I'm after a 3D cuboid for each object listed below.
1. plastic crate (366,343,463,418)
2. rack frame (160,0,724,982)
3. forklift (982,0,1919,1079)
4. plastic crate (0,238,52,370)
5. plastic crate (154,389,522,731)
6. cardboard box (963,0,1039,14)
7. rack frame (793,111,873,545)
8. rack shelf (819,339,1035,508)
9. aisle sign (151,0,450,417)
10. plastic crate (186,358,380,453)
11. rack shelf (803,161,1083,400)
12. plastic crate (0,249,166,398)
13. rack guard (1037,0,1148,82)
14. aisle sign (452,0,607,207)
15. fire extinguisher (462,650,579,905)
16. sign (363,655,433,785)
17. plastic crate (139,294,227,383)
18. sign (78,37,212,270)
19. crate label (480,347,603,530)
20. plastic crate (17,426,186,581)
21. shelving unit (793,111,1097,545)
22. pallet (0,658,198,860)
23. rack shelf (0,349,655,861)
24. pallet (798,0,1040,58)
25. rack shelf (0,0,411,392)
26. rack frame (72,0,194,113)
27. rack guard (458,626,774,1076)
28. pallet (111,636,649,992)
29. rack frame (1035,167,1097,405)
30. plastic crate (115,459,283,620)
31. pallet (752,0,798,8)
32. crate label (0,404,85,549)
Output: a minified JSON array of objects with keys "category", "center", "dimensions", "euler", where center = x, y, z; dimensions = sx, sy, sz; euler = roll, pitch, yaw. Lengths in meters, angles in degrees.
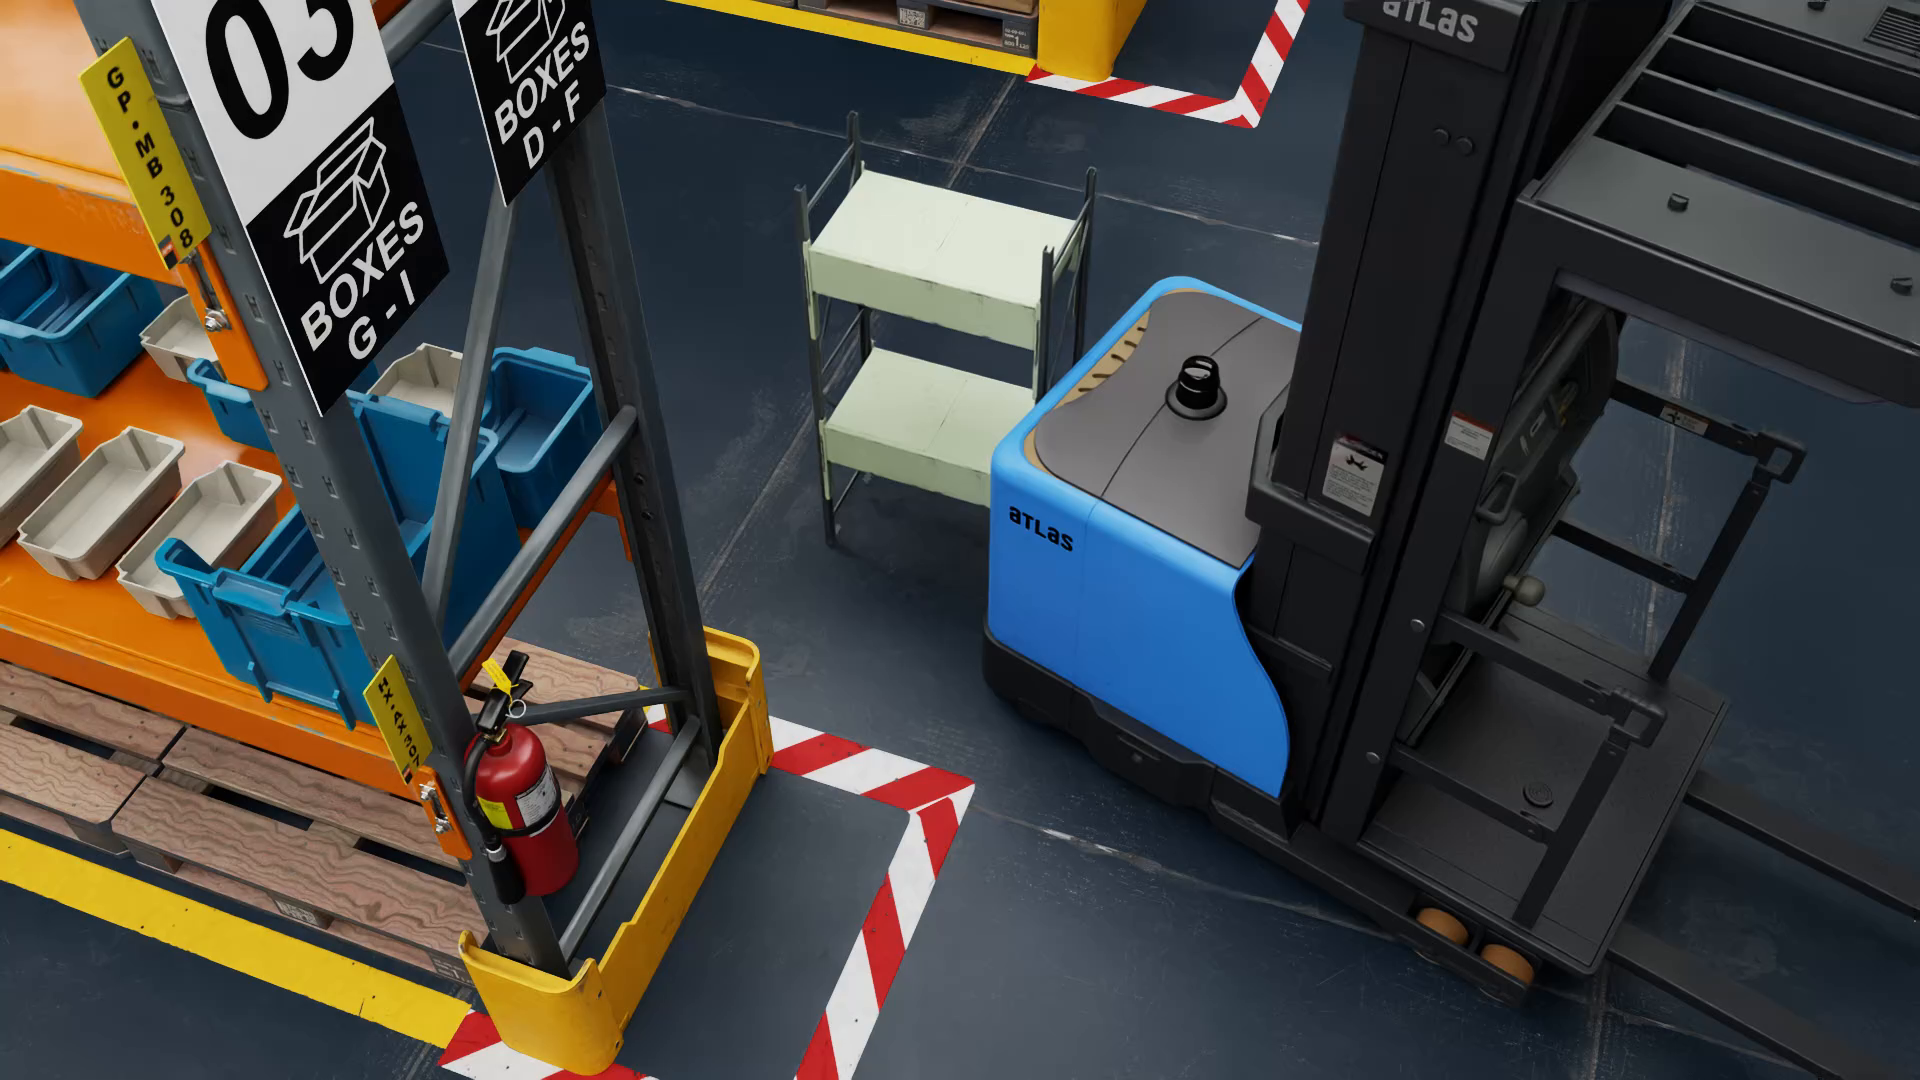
[{"category":"plastic crate","center":[-1.340,-0.350,4.203],"dimensions":[0.298,0.136,0.250],"euler":[16,51,13]},{"category":"rack frame","center":[-0.950,0.024,3.744],"dimensions":[0.127,3.000,1.000],"euler":[16,51,13]},{"category":"forklift","center":[1.564,-0.138,3.930],"dimensions":[3.031,2.935,1.130],"euler":[28,55,22]},{"category":"plastic crate","center":[-2.585,-0.662,4.410],"dimensions":[0.300,0.233,0.416],"euler":[16,51,13]},{"category":"plastic crate","center":[-1.329,0.038,3.669],"dimensions":[0.499,0.435,0.616],"euler":[16,51,13]},{"category":"cardboard box","center":[0.174,-2.779,7.537],"dimensions":[0.500,0.500,0.500],"euler":[16,51,13]},{"category":"rack frame","center":[-0.379,-0.617,5.292],"dimensions":[0.023,1.500,0.400],"euler":[17,51,14]},{"category":"rack shelf","center":[-0.038,-0.303,5.451],"dimensions":[0.720,0.370,0.431],"euler":[17,51,14]},{"category":"aisle sign","center":[-0.984,-0.601,2.565],"dimensions":[0.004,0.787,0.394],"euler":[16,51,13]},{"category":"plastic crate","center":[-1.685,-0.411,4.192],"dimensions":[0.300,0.233,0.416],"euler":[16,51,13]},{"category":"rack shelf","center":[-0.038,-0.772,4.910],"dimensions":[0.720,0.370,0.431],"euler":[17,51,14]},{"category":"plastic crate","center":[-2.303,-0.584,4.342],"dimensions":[0.300,0.233,0.416],"euler":[16,51,13]},{"category":"rack guard","center":[0.698,-2.687,7.748],"dimensions":[0.348,0.500,1.175],"euler":[16,51,13]},{"category":"aisle sign","center":[-0.780,-1.019,2.928],"dimensions":[0.004,0.787,0.394],"euler":[16,51,13]},{"category":"fire extinguisher","center":[-0.966,0.533,3.601],"dimensions":[0.183,0.674,0.296],"euler":[16,51,13]},{"category":"sign","center":[-1.126,0.365,3.341],"dimensions":[0.005,0.325,0.100],"euler":[16,51,13]},{"category":"plastic crate","center":[-1.976,-0.528,4.357],"dimensions":[0.298,0.136,0.250],"euler":[16,51,13]},{"category":"sign","center":[-1.126,-0.530,2.309],"dimensions":[0.005,0.325,0.100],"euler":[16,51,13]},{"category":"crate label","center":[-1.068,-0.239,4.043],"dimensions":[0.303,0.233,0.416],"euler":[16,51,13]},{"category":"plastic crate","center":[-2.045,-0.081,3.970],"dimensions":[0.243,0.136,0.396],"euler":[16,51,13]},{"category":"shelving unit","center":[-0.038,-0.516,5.205],"dimensions":[0.755,1.500,0.431],"euler":[17,51,14]},{"category":"pallet","center":[-2.851,0.373,5.287],"dimensions":[1.213,0.211,1.003],"euler":[16,51,13]},{"category":"rack shelf","center":[-2.827,-0.264,4.470],"dimensions":[4.000,0.370,1.077],"euler":[16,51,13]},{"category":"pallet","center":[-0.050,-2.801,8.038],"dimensions":[1.213,0.211,1.003],"euler":[16,51,13]},{"category":"rack shelf","center":[-2.827,-1.246,3.336],"dimensions":[4.000,0.370,1.077],"euler":[16,51,13]},{"category":"rack frame","center":[-0.950,-1.941,1.477],"dimensions":[0.127,3.000,1.000],"euler":[16,51,13]},{"category":"rack guard","center":[-0.923,0.840,4.691],"dimensions":[0.348,0.500,1.175],"euler":[16,51,13]},{"category":"pallet","center":[-1.711,0.694,5.009],"dimensions":[1.213,0.211,1.003],"euler":[16,51,13]},{"category":"rack frame","center":[0.302,-0.415,5.117],"dimensions":[0.023,1.500,0.400],"euler":[17,51,14]},{"category":"plastic crate","center":[-1.778,0.006,3.895],"dimensions":[0.243,0.136,0.396],"euler":[16,51,13]},{"category":"pallet","center":[-1.190,-3.121,8.316],"dimensions":[1.213,0.211,1.003],"euler":[16,51,13]},{"category":"crate label","center":[-2.315,-0.136,4.018],"dimensions":[0.243,0.136,0.396],"euler":[16,51,13]}]
